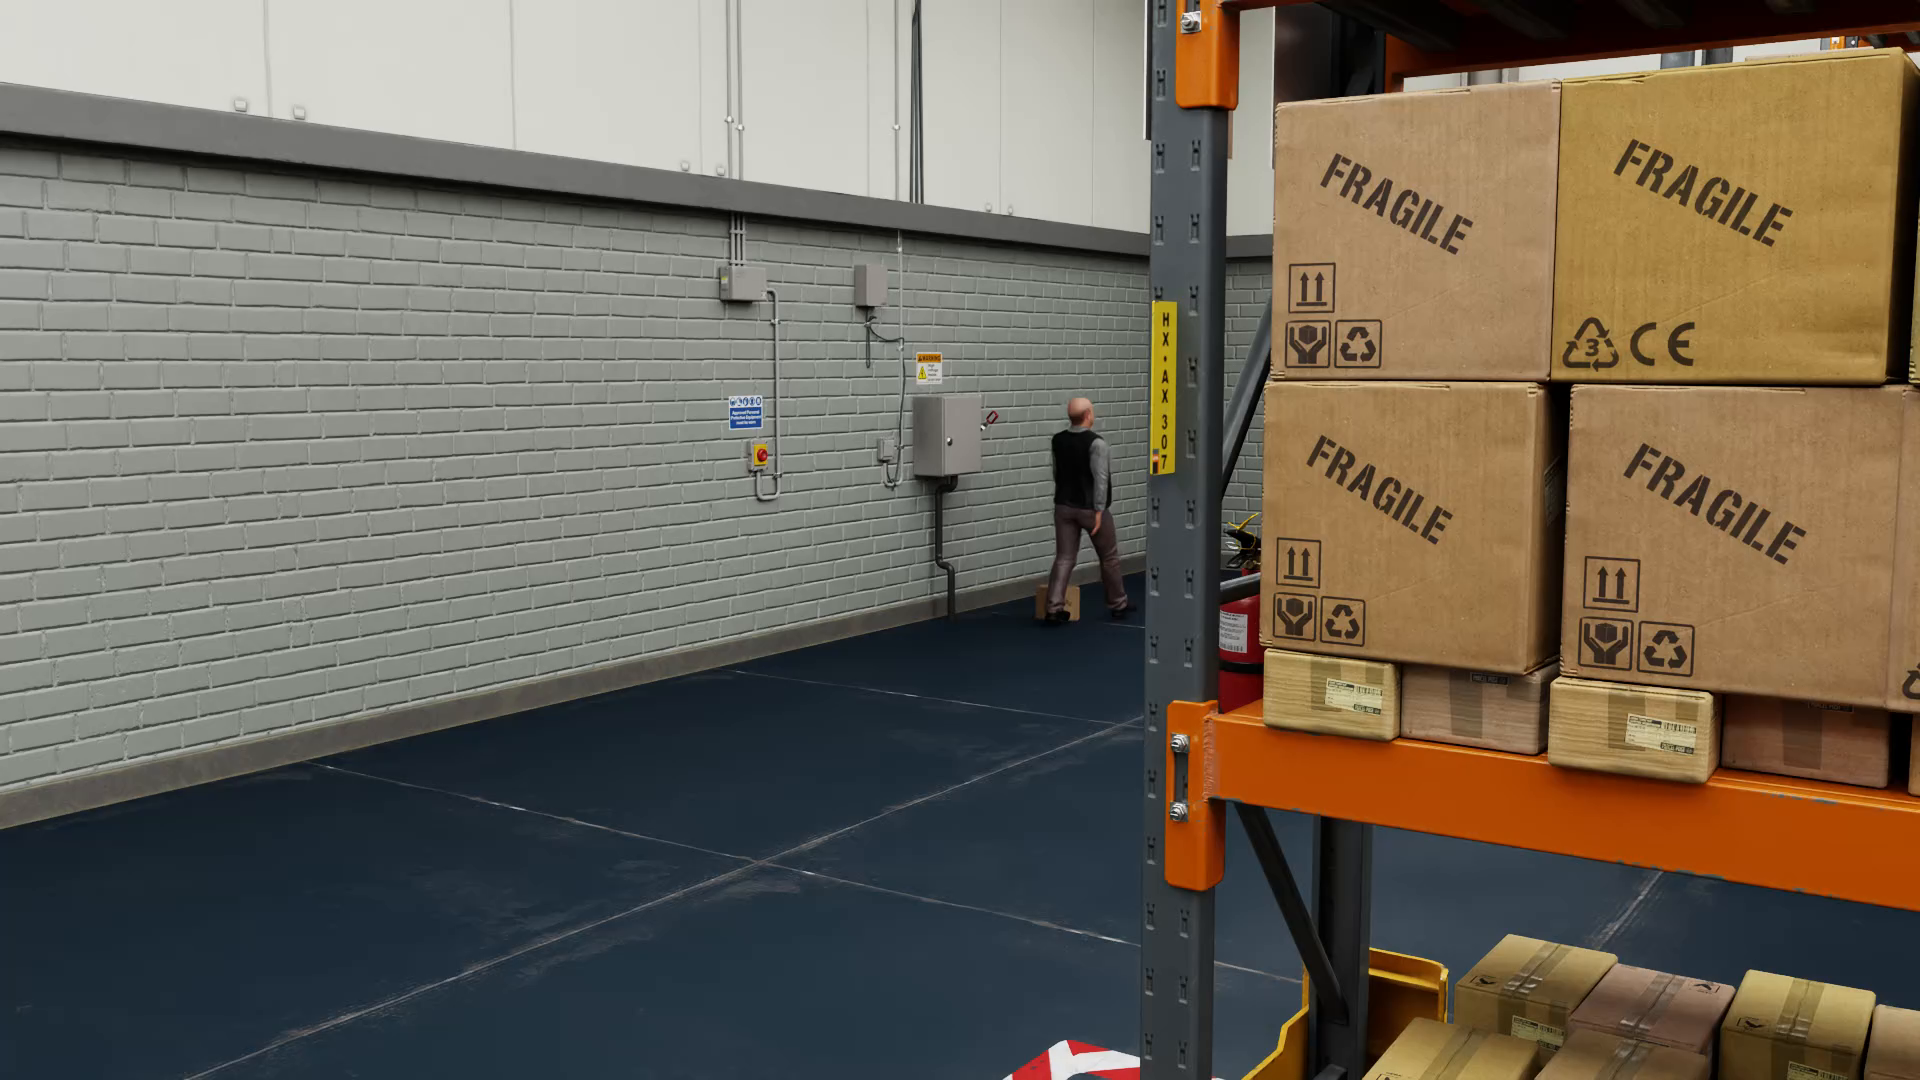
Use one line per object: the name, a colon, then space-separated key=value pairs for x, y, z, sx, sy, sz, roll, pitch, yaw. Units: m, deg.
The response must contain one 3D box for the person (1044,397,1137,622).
person: x=0.969 y=-0.238 z=12.540 sx=0.542 sy=1.679 sz=0.923 roll=4 pitch=7 yaw=33
